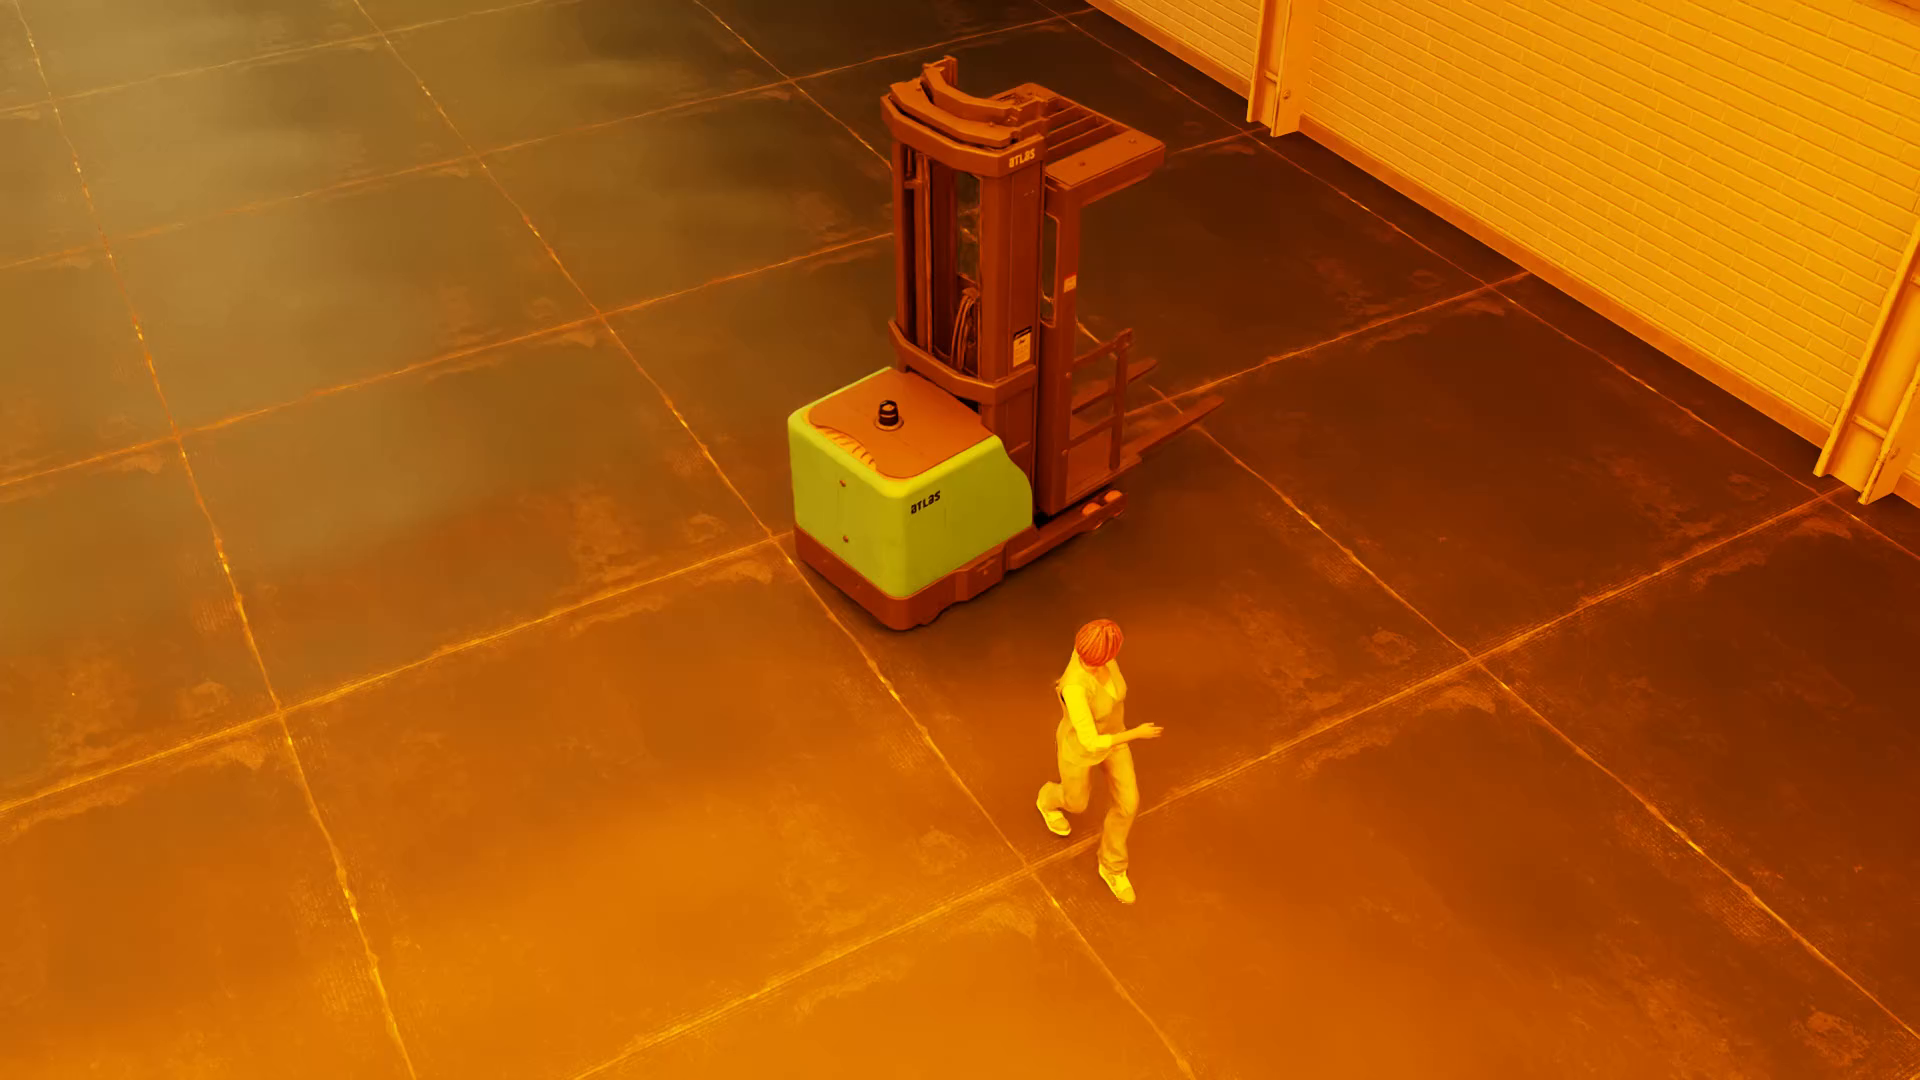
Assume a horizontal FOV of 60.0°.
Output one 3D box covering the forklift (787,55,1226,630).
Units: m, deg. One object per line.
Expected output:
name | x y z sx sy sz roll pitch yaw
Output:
forklift | 0.428 -1.417 9.744 3.031 2.935 1.130 -30 48 -31

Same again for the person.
person | 0.641 0.986 7.979 0.428 1.538 0.838 -27 47 -29
